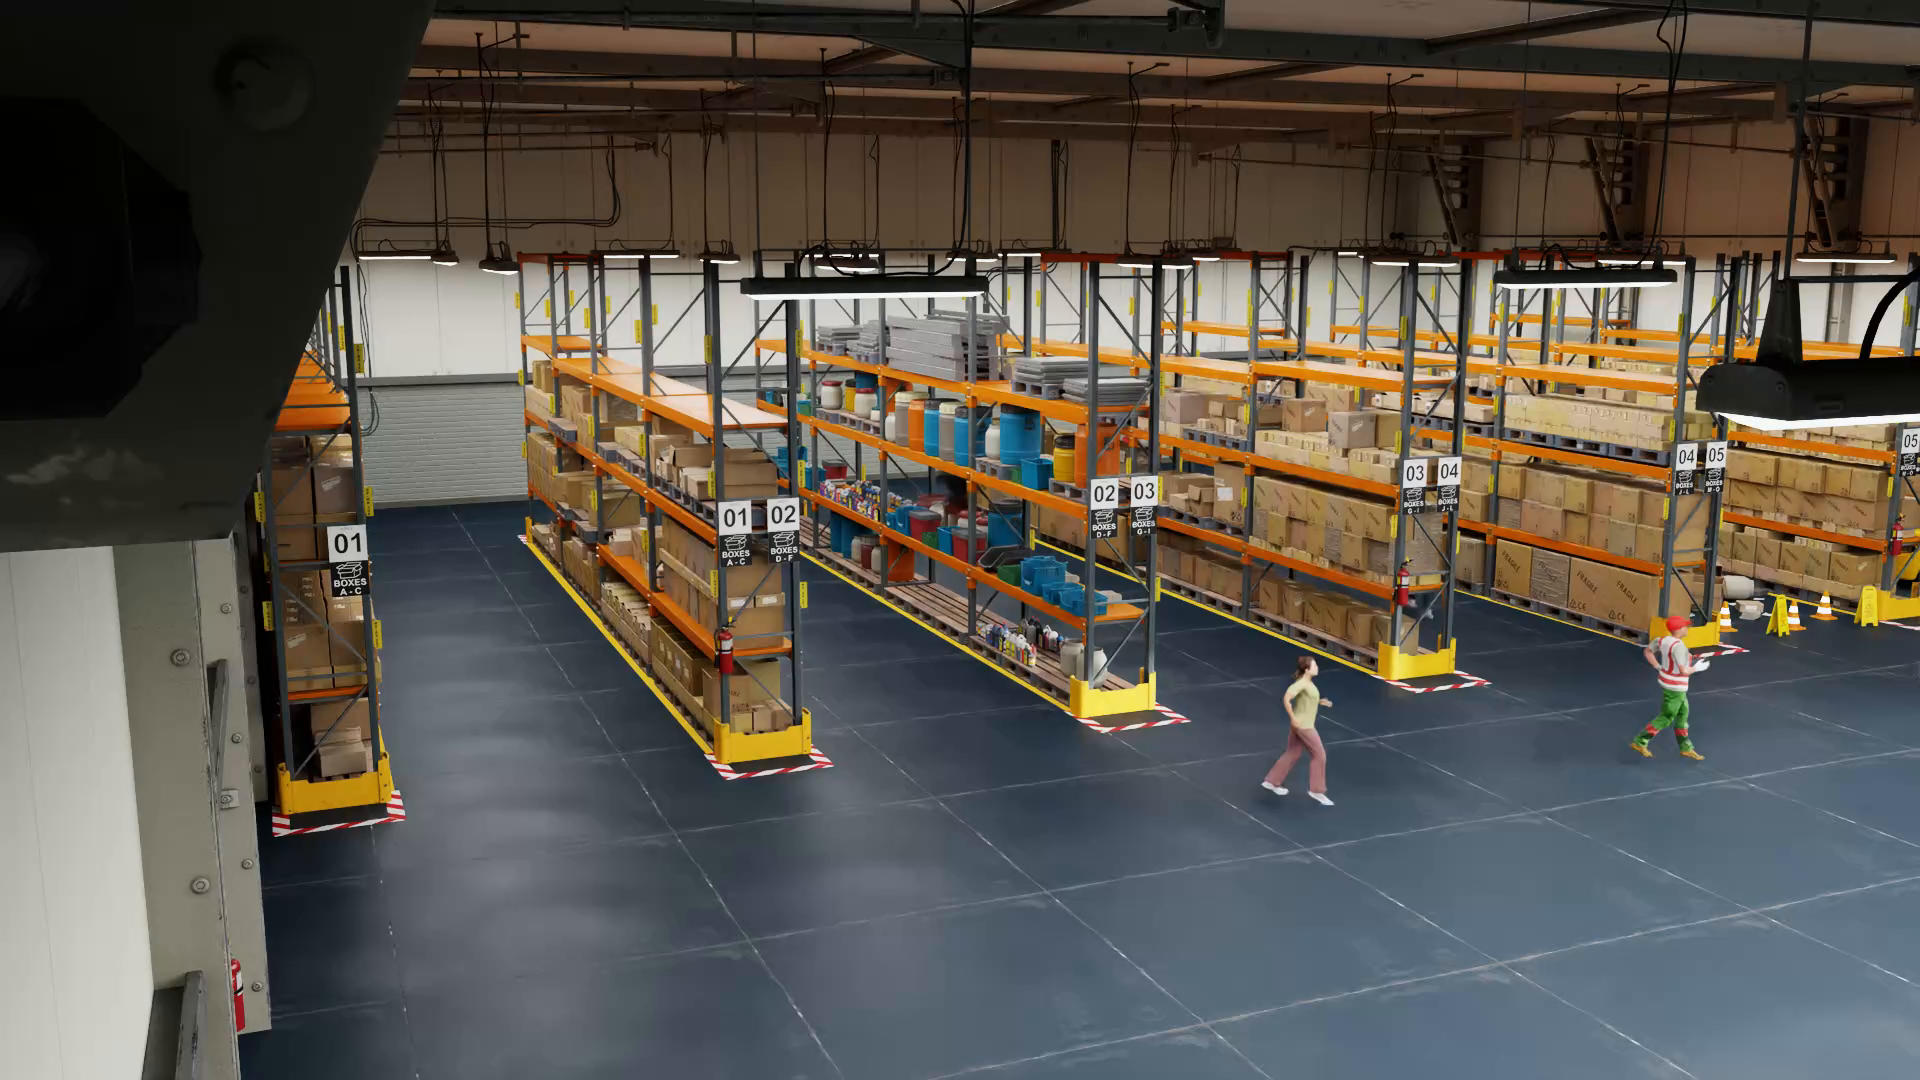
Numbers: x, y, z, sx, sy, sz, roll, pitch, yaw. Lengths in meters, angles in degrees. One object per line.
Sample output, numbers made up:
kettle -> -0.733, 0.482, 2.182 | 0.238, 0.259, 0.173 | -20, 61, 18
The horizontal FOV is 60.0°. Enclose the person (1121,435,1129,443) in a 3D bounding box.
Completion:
person -> 4.069, -1.901, 40.754 | 0.724, 1.761, 0.687 | 9, 14, 40

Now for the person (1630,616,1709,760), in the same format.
person -> 8.615, 1.799, 20.097 | 0.920, 1.809, 0.648 | 1, 10, 6

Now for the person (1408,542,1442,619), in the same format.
person -> 7.842, 0.454, 28.094 | 0.533, 1.630, 0.736 | -6, 12, -30

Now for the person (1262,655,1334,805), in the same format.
person -> 3.833, 2.135, 18.773 | 0.796, 1.711, 0.563 | 1, 10, 4
